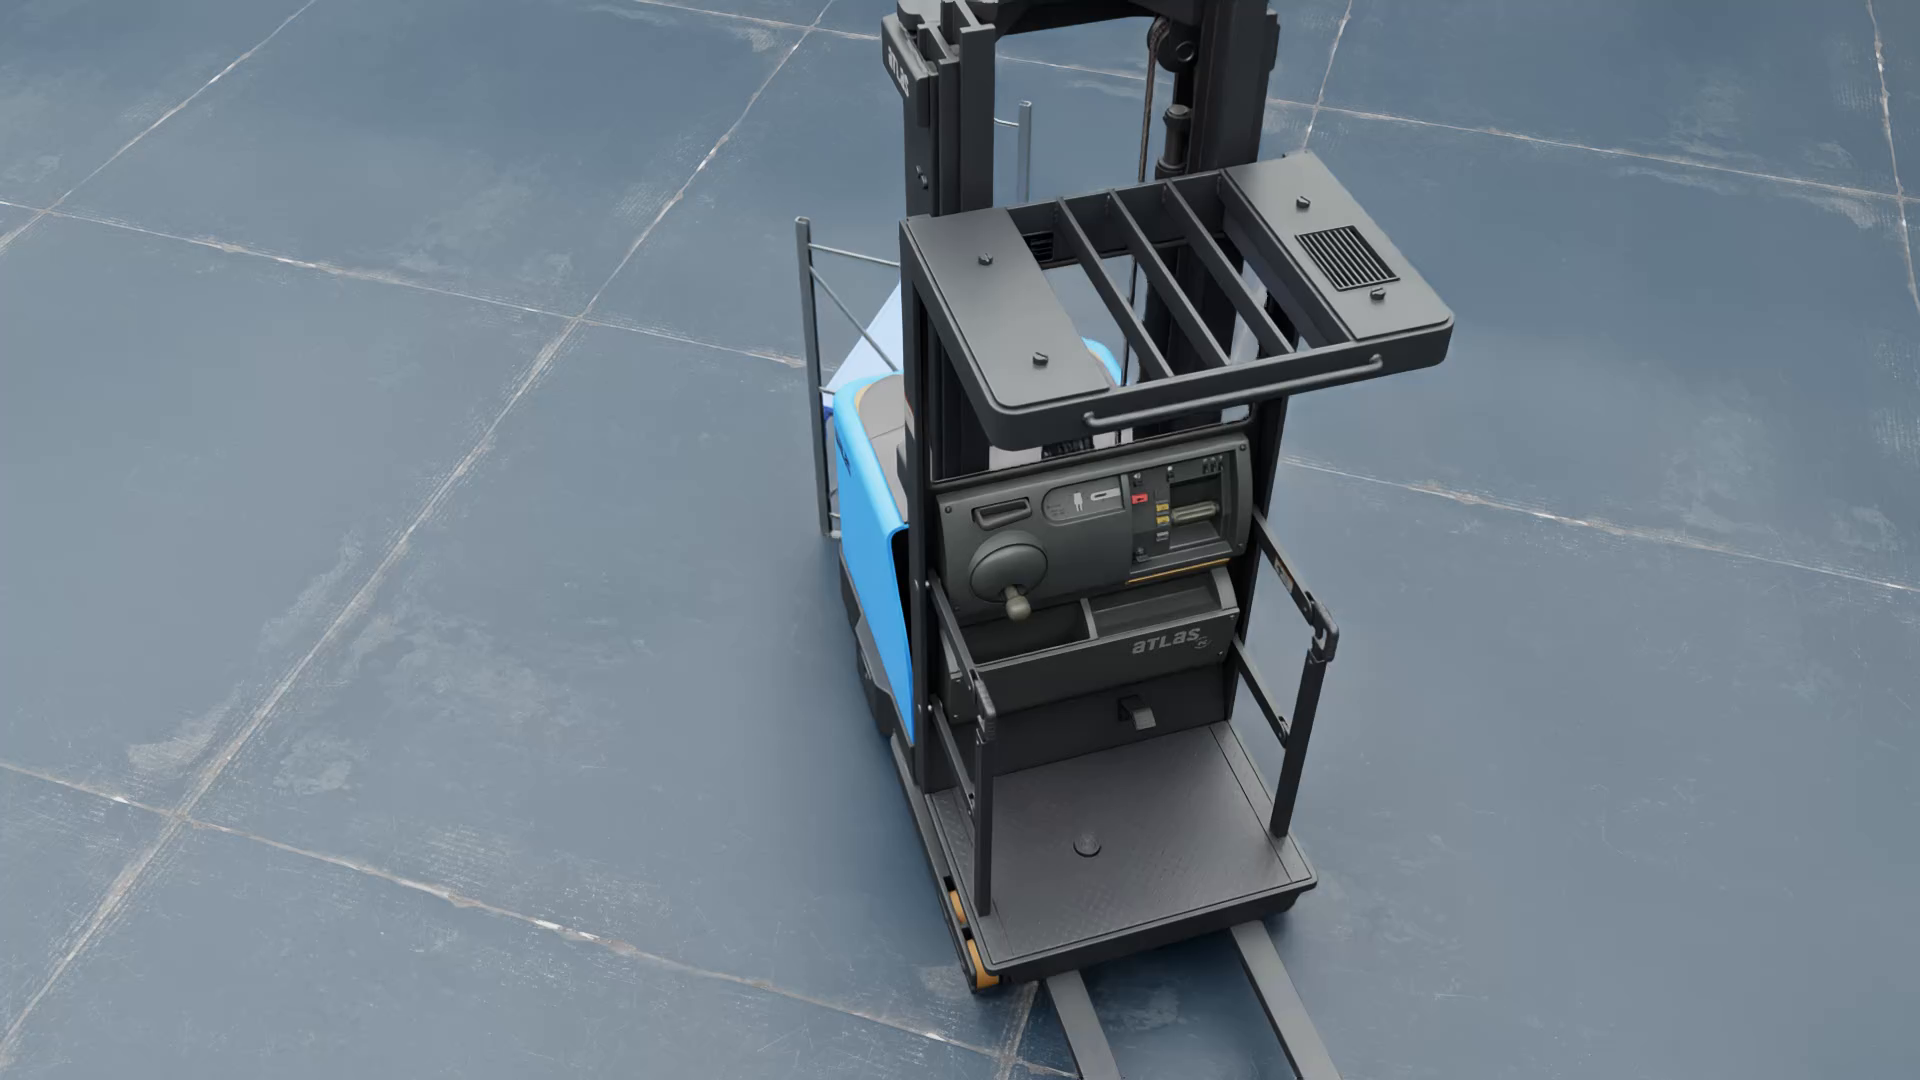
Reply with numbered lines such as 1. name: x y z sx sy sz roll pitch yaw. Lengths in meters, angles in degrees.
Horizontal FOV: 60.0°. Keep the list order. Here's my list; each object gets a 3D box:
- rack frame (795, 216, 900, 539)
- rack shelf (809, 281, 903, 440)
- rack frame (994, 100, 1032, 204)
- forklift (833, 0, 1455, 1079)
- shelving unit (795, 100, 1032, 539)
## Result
1. rack frame: -0.332 -0.511 6.200 0.500 1.500 0.032 15 46 15
2. rack shelf: -0.149 -0.714 6.665 0.538 0.185 1.000 15 46 15
3. rack frame: 0.035 -1.175 6.878 0.500 1.500 0.032 15 46 15
4. forklift: 0.461 0.058 4.595 1.130 2.935 3.031 -12 46 -12
5. shelving unit: -0.149 -0.843 6.539 0.538 1.500 1.048 15 46 15
